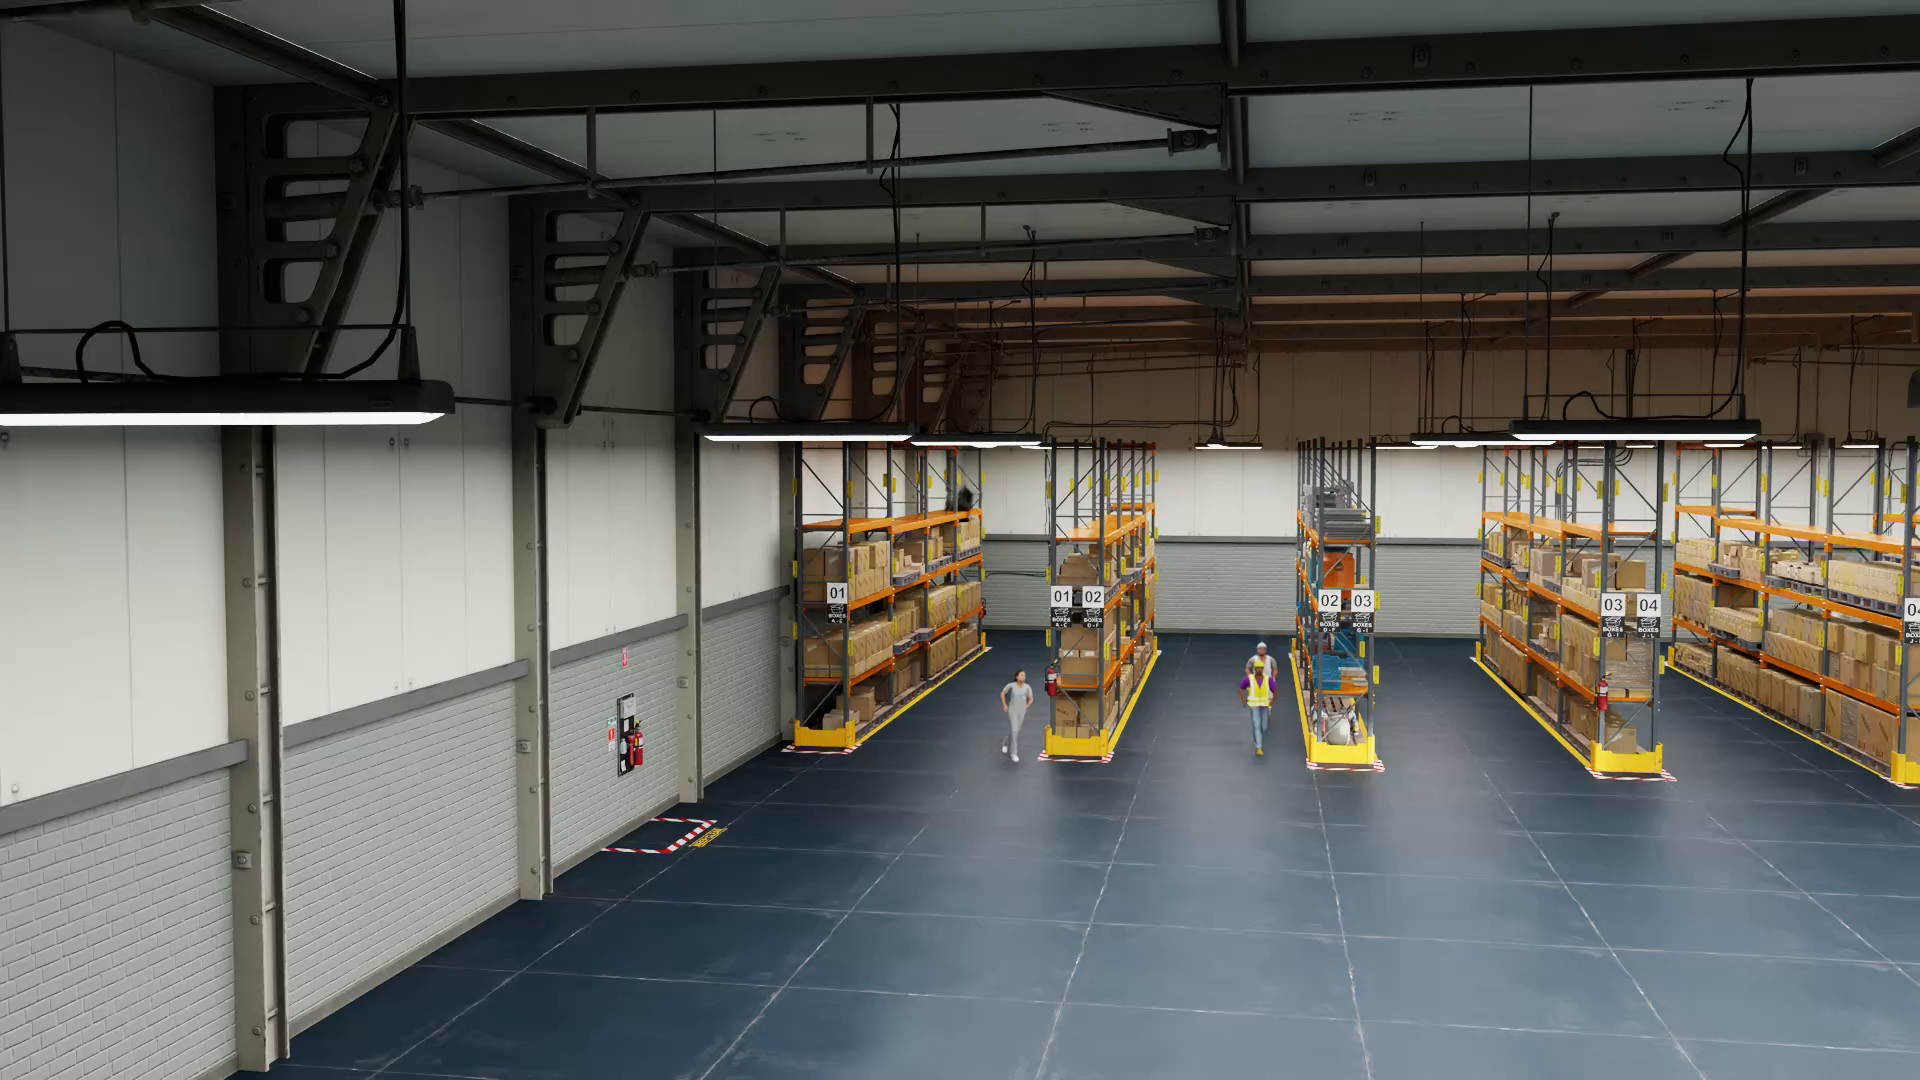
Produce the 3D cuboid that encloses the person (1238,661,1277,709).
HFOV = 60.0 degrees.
[{"bbox_3d":[5.684,2.749,31.587,0.725,0.914,0.520,0,3,-1],"label":"person"}]

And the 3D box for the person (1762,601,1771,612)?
[{"bbox_3d":[22.187,2.517,45.412,1.011,1.677,0.452,0,3,7],"label":"person"}]

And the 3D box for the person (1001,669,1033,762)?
[{"bbox_3d":[1.074,3.252,31.168,0.583,1.672,0.819,-1,3,-20],"label":"person"}]

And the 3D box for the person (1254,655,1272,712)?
[{"bbox_3d":[6.297,3.114,34.678,0.424,1.426,0.495,1,3,11],"label":"person"}]
